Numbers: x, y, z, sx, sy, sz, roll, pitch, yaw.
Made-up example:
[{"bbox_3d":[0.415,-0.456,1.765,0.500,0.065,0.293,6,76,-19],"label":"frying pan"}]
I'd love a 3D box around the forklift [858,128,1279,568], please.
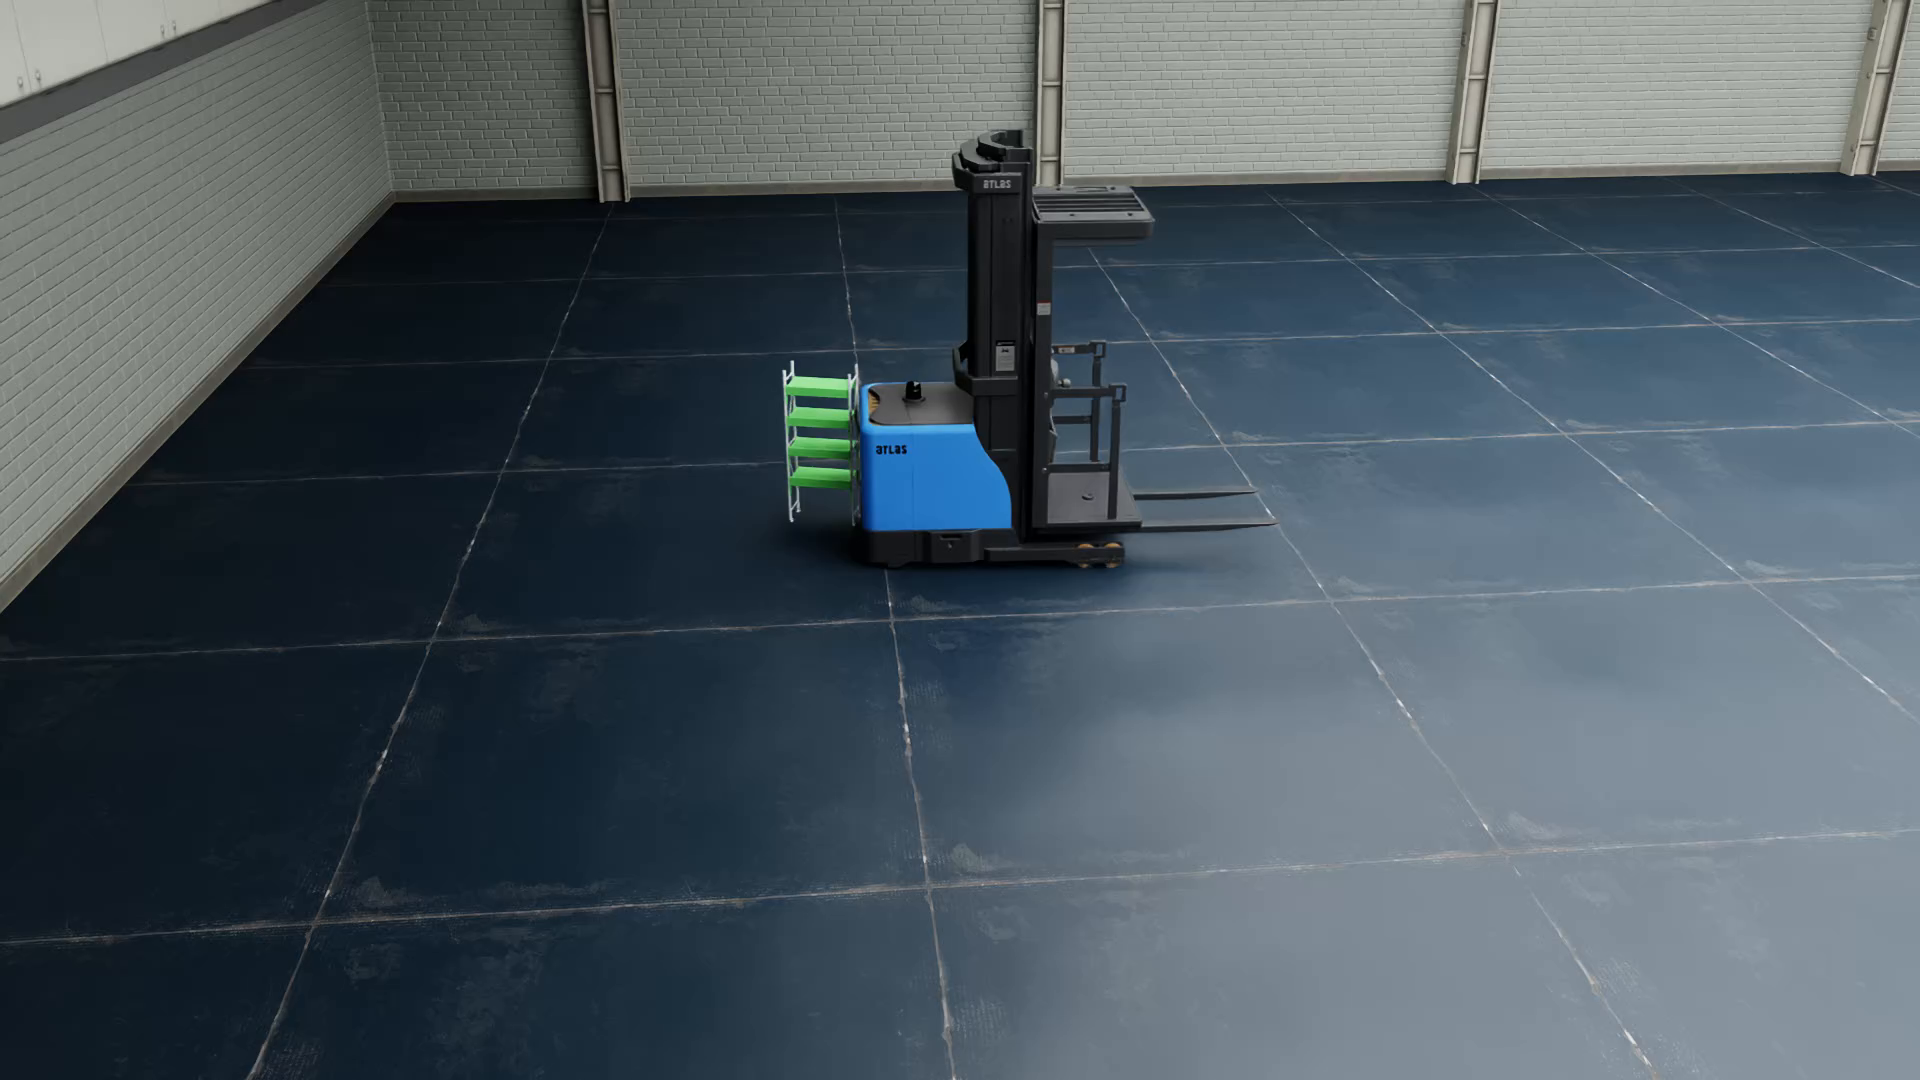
[{"bbox_3d":[0.783,-1.358,11.758,3.031,2.935,1.130,-1,24,-3],"label":"forklift"}]

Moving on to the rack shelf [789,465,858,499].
[{"bbox_3d":[-1.026,-0.439,12.568,0.480,0.148,0.258,4,24,9],"label":"rack shelf"}]

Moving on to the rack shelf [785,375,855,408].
[{"bbox_3d":[-1.026,-1.097,12.276,0.480,0.148,0.258,4,24,9],"label":"rack shelf"}]

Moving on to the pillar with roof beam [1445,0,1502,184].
[{"bbox_3d":[7.632,-7.522,18.154,0.400,9.000,9.100,-2,24,-5],"label":"pillar with roof beam"}]

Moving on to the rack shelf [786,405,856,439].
[{"bbox_3d":[-1.026,-0.877,12.373,0.480,0.148,0.258,4,24,9],"label":"rack shelf"}]

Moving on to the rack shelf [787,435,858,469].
[{"bbox_3d":[-1.026,-0.658,12.471,0.480,0.148,0.258,4,24,9],"label":"rack shelf"}]

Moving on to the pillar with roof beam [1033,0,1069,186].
[{"bbox_3d":[1.661,-7.282,17.615,0.400,9.000,9.100,-2,24,-5],"label":"pillar with roof beam"}]

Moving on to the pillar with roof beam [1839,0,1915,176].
[{"bbox_3d":[13.603,-7.761,18.693,0.400,9.000,9.100,-2,24,-5],"label":"pillar with roof beam"}]

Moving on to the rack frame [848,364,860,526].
[{"bbox_3d":[-0.785,-0.699,12.406,0.015,1.200,0.240,4,24,9],"label":"rack frame"}]

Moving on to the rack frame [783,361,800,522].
[{"bbox_3d":[-1.266,-0.733,12.483,0.015,1.200,0.240,4,24,9],"label":"rack frame"}]

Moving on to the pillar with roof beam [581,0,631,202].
[{"bbox_3d":[-4.310,-7.043,17.076,0.400,9.000,9.100,-2,24,-5],"label":"pillar with roof beam"}]

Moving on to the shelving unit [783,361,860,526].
[{"bbox_3d":[-1.026,-0.716,12.445,0.503,1.200,0.258,4,24,9],"label":"shelving unit"}]
